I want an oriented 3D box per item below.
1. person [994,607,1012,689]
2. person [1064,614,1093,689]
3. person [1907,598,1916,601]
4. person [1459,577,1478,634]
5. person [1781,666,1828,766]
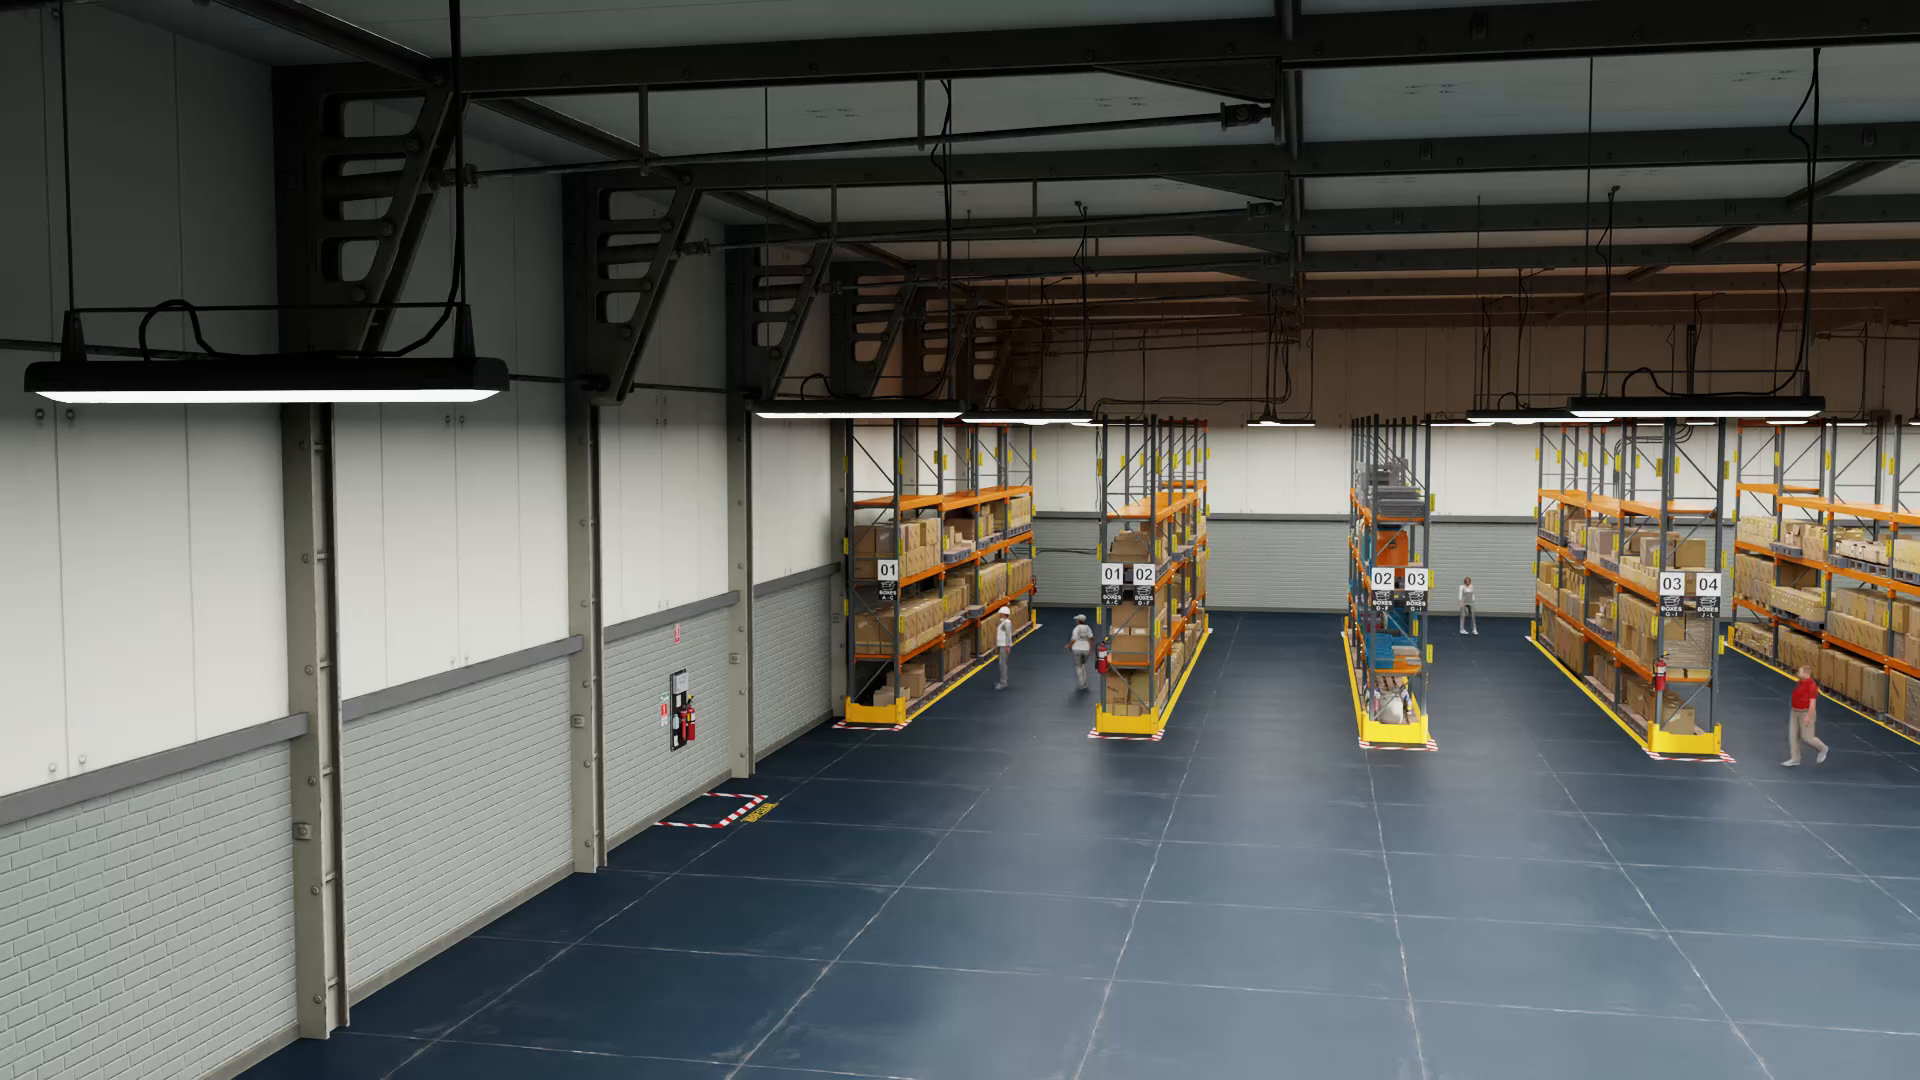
[{"bbox_3d":[0.942,2.387,36.909,0.423,1.806,0.641,0,4,-5],"label":"person"},{"bbox_3d":[2.671,2.505,36.741,0.577,1.731,0.585,-2,4,-22],"label":"person"},{"bbox_3d":[22.181,2.268,39.020,0.497,1.815,0.599,4,5,43],"label":"person"},{"bbox_3d":[14.239,1.823,46.584,0.494,1.597,0.363,0,4,-1],"label":"person"},{"bbox_3d":[14.357,2.982,28.185,0.667,1.720,0.505,-2,4,-22],"label":"person"}]
